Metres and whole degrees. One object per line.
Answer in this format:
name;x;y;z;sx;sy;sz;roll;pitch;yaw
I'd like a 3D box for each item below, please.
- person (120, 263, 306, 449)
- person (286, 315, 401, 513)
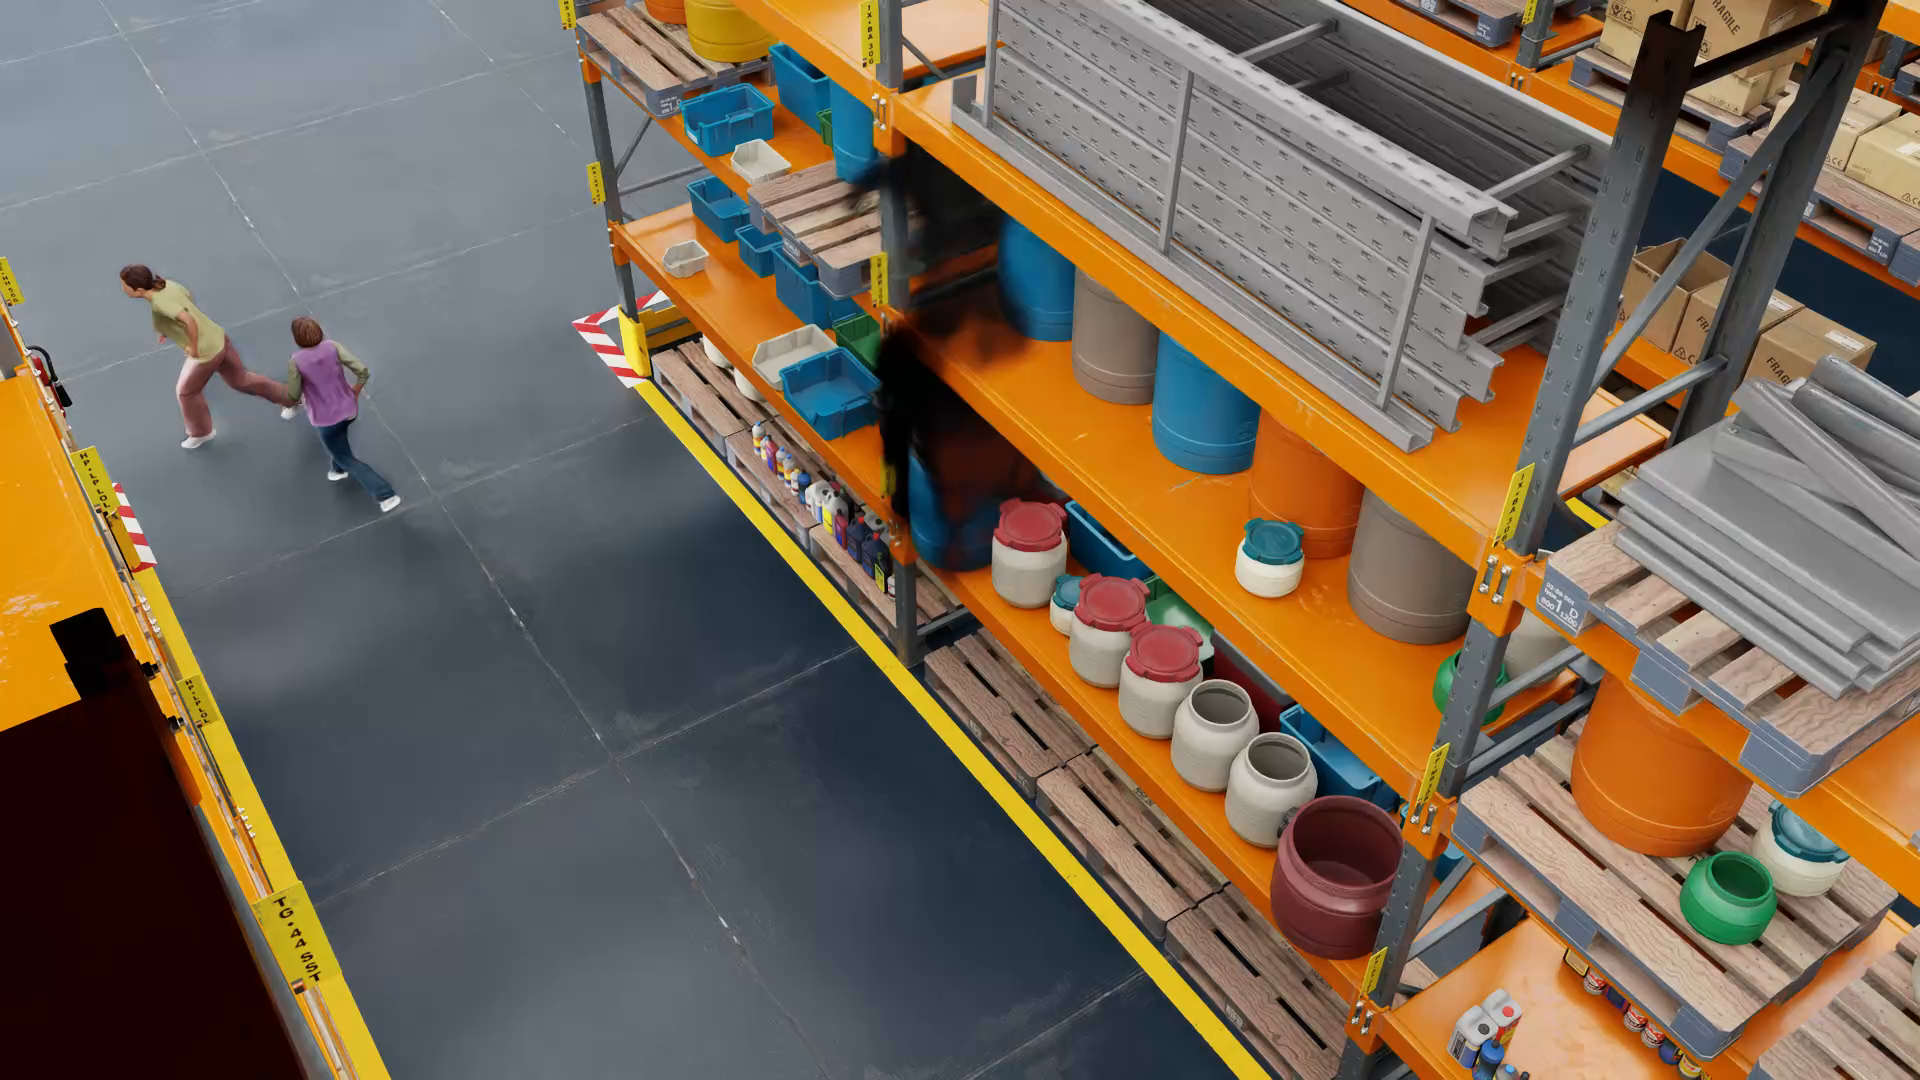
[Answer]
person;-5.385;-1.363;12.070;0.996;1.594;0.614;-13;44;-14
person;-4.299;-0.823;11.501;1.017;1.613;0.495;27;49;26
